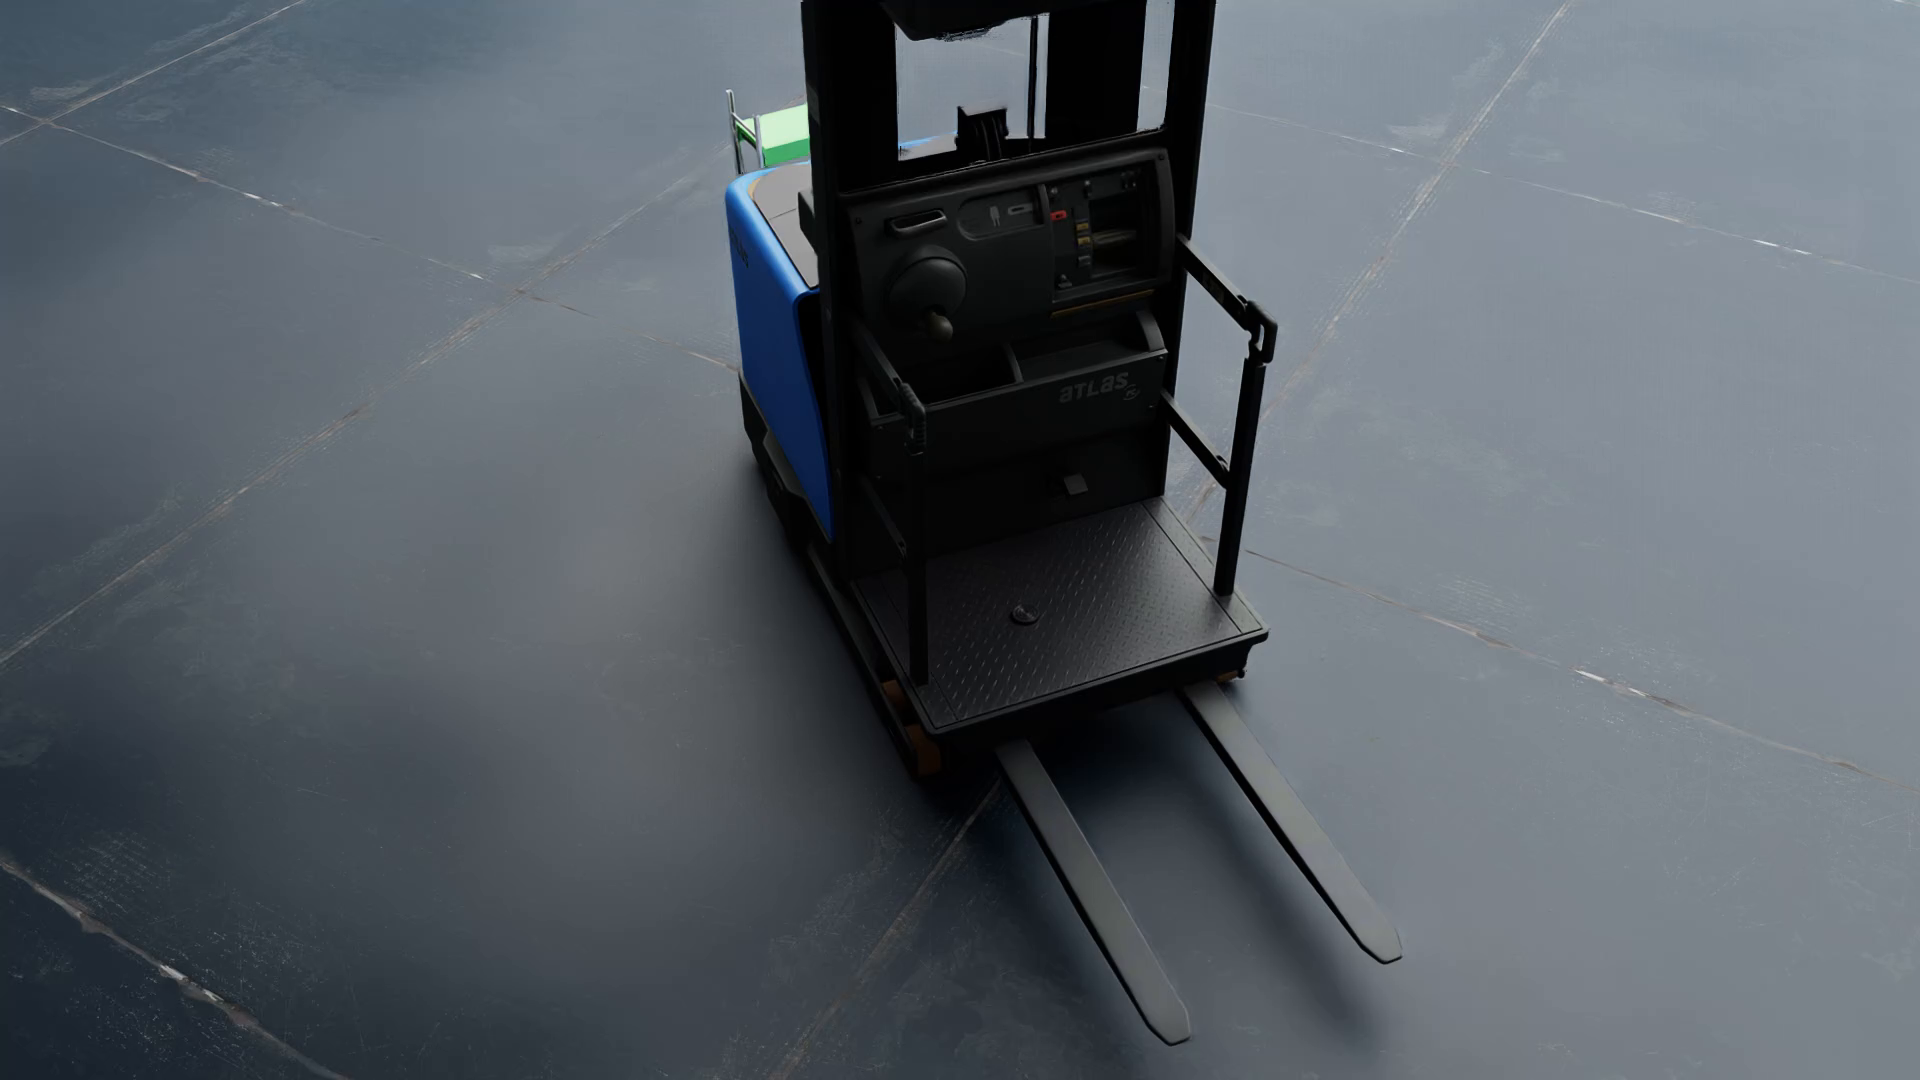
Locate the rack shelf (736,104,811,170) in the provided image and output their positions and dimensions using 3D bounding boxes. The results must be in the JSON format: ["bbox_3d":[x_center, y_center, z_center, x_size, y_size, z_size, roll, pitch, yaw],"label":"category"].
[{"bbox_3d":[-0.516,-1.408,5.805,0.480,0.148,0.258,-21,43,-22],"label":"rack shelf"}]

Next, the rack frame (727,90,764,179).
[{"bbox_3d":[-0.721,-1.007,5.979,0.015,1.200,0.240,-21,43,-22],"label":"rack frame"}]

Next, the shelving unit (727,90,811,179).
[{"bbox_3d":[-0.509,-1.087,6.070,0.503,1.200,0.258,-21,43,-22],"label":"shelving unit"}]

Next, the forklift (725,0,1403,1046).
[{"bbox_3d":[0.238,-0.717,4.347,1.130,2.935,3.031,-15,44,-17],"label":"forklift"}]
